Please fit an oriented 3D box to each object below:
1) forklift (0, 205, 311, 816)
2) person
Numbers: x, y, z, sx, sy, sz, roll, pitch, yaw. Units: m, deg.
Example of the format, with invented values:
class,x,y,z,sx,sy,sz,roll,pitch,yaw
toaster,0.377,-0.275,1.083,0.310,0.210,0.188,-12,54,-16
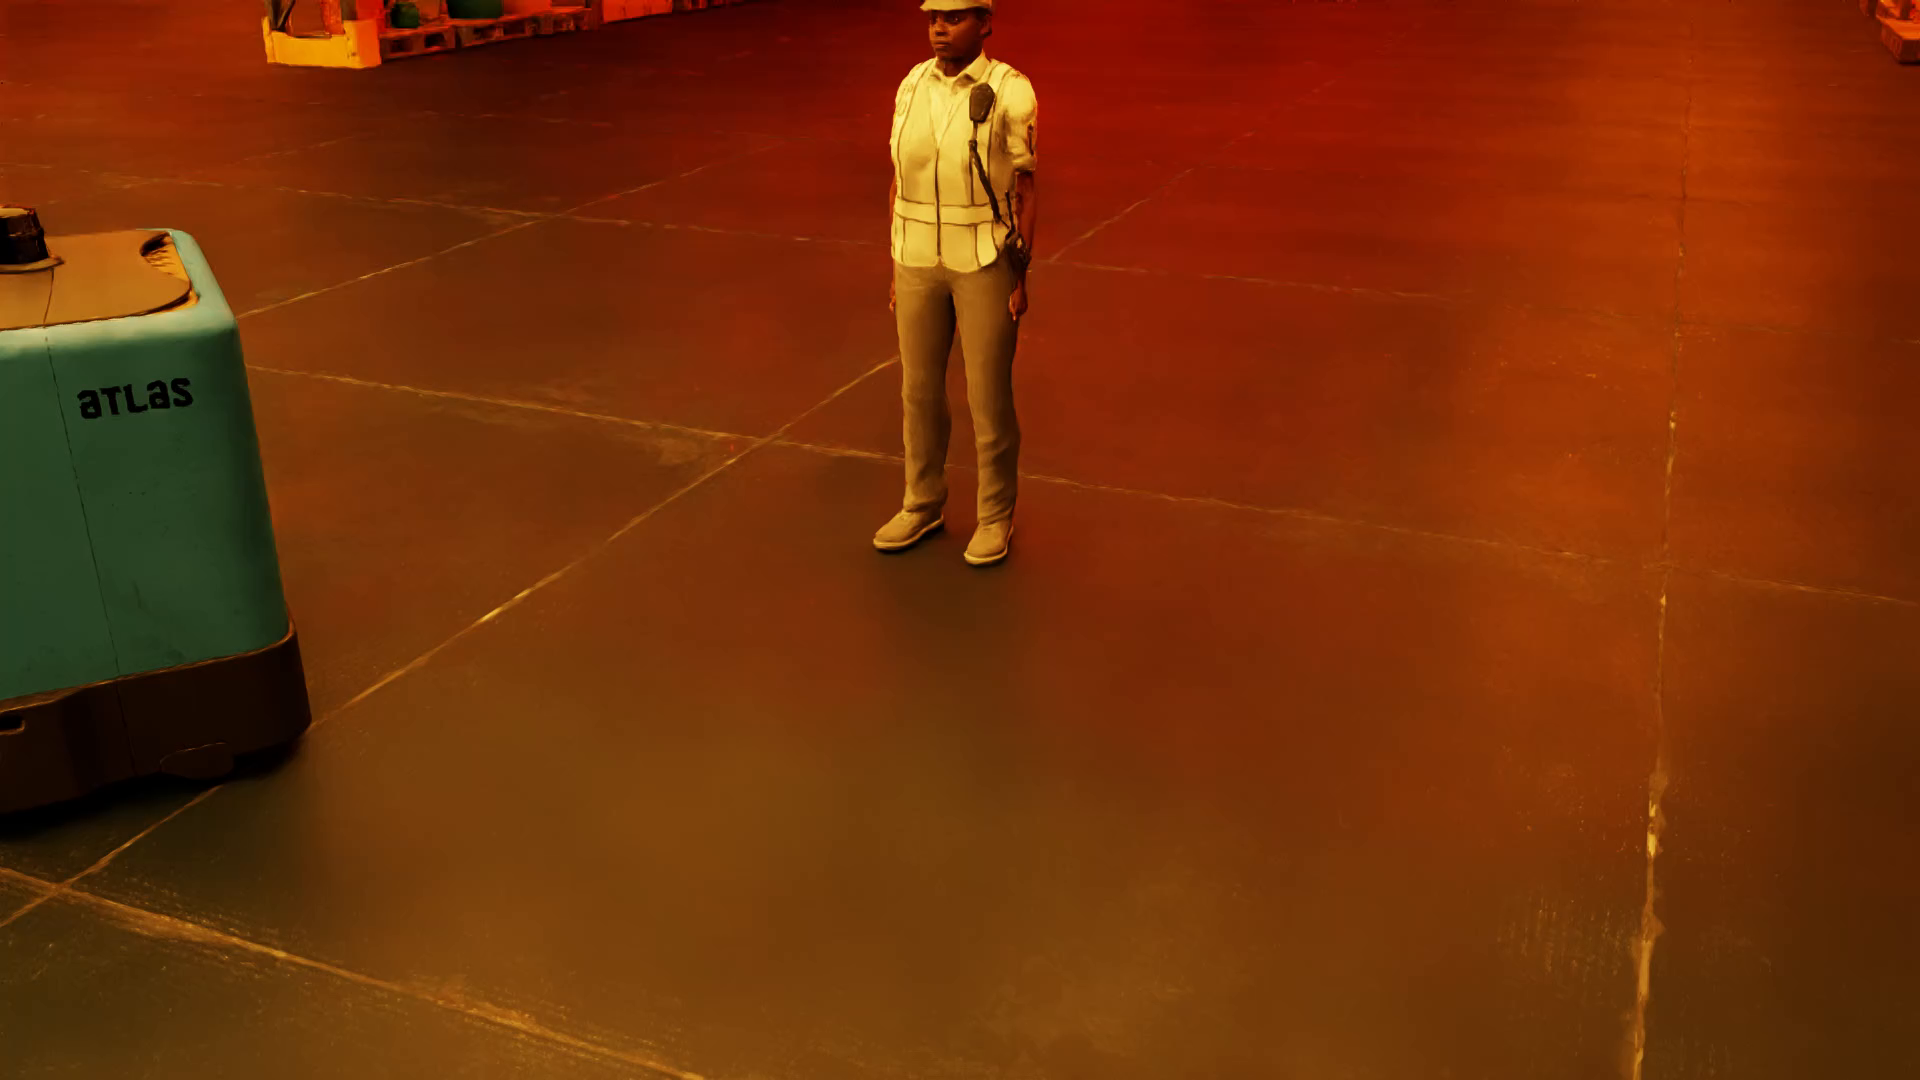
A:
class,x,y,z,sx,sy,sz,roll,pitch,yaw
forklift,-3.059,-0.736,3.054,3.031,2.935,1.130,-12,25,-26
person,-0.014,-0.770,4.754,0.446,1.688,0.338,9,24,21
